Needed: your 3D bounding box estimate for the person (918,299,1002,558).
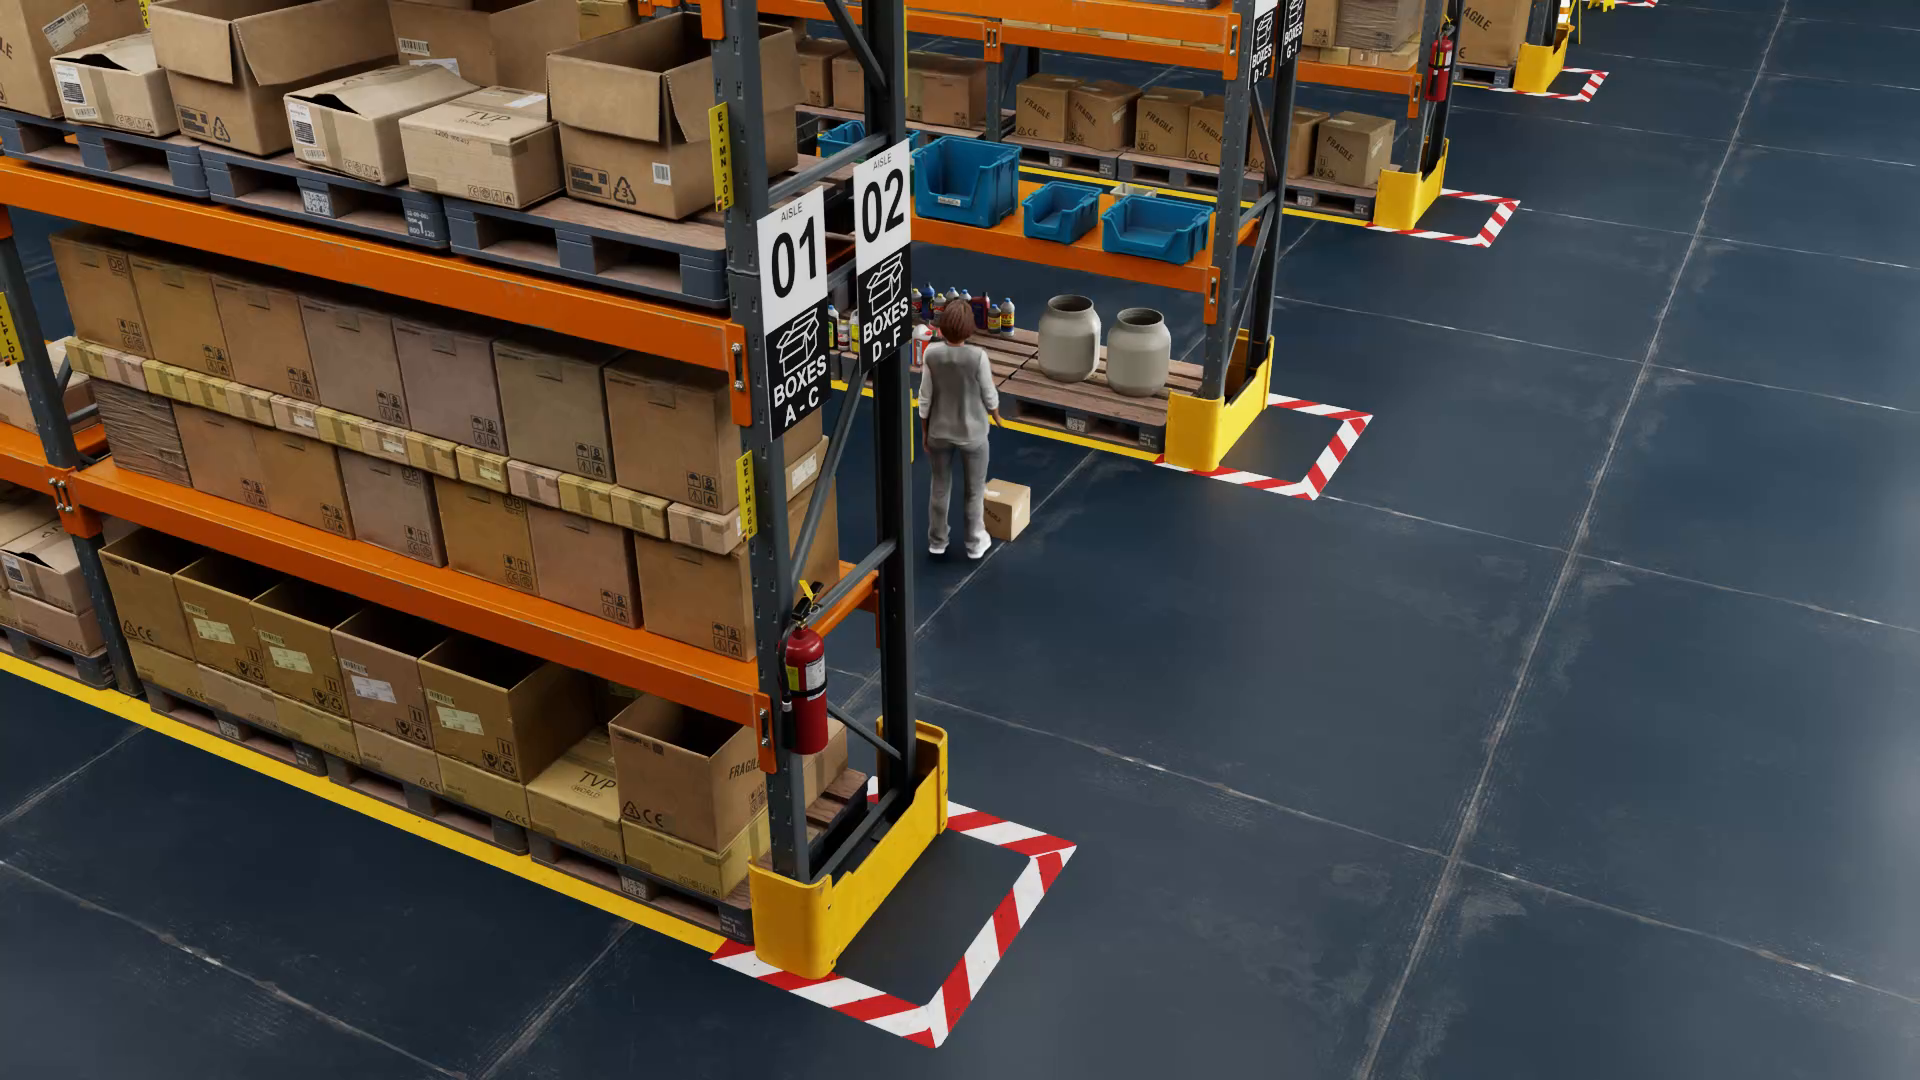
[{"bbox_3d":[0.007,-0.607,9.303,0.431,1.621,0.413,8,31,14],"label":"person"}]
